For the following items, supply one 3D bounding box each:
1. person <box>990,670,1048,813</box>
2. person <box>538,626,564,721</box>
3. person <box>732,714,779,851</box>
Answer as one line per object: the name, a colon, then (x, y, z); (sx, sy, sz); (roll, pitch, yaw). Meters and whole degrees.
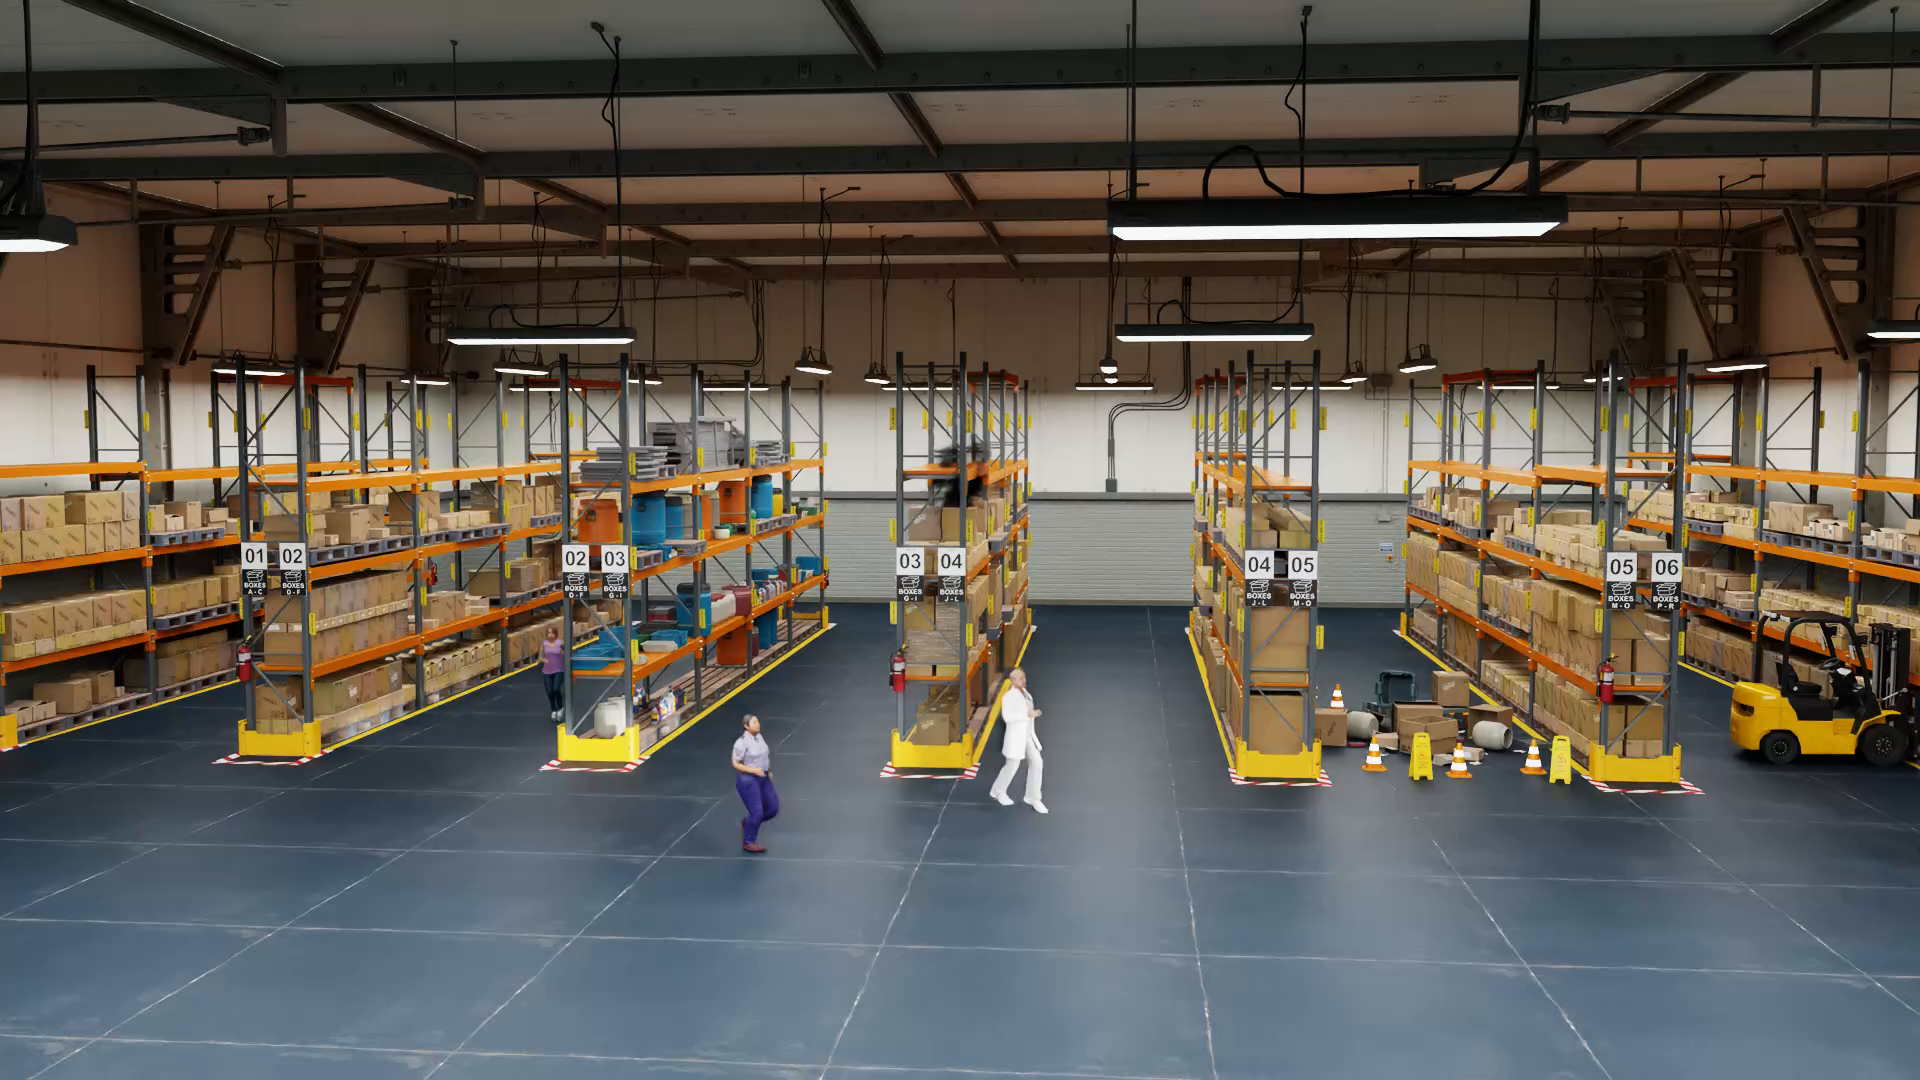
person: (0.746, 2.581, 21.421); (0.833, 1.835, 0.689); (3, 5, 40)
person: (-6.775, 2.230, 27.730); (0.510, 1.578, 0.644); (0, 4, 0)
person: (-2.378, 2.823, 19.401); (0.534, 1.598, 0.601); (2, 5, 31)
